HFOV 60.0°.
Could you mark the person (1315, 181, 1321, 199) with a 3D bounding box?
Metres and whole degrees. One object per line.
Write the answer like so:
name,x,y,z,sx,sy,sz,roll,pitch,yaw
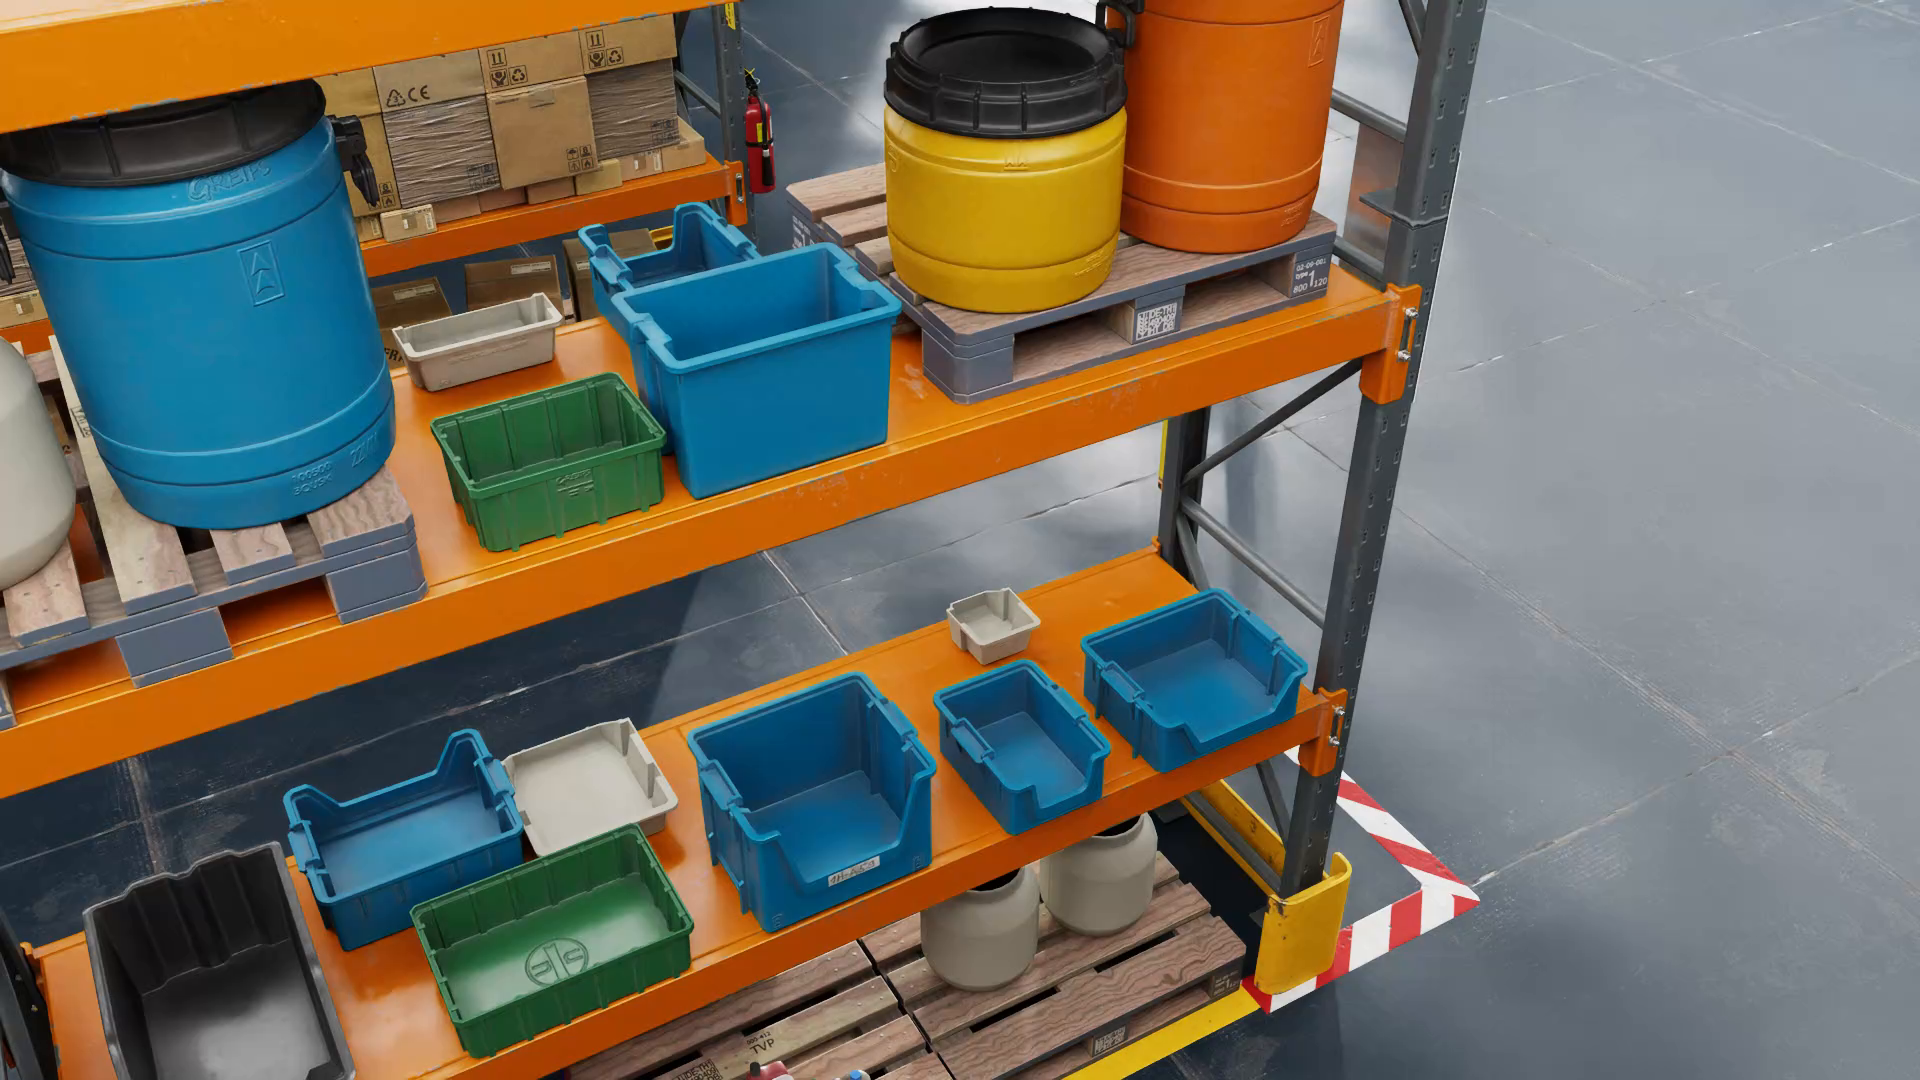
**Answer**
person,1.793,-2.030,9.702,0.563,1.726,1.118,19,41,24
